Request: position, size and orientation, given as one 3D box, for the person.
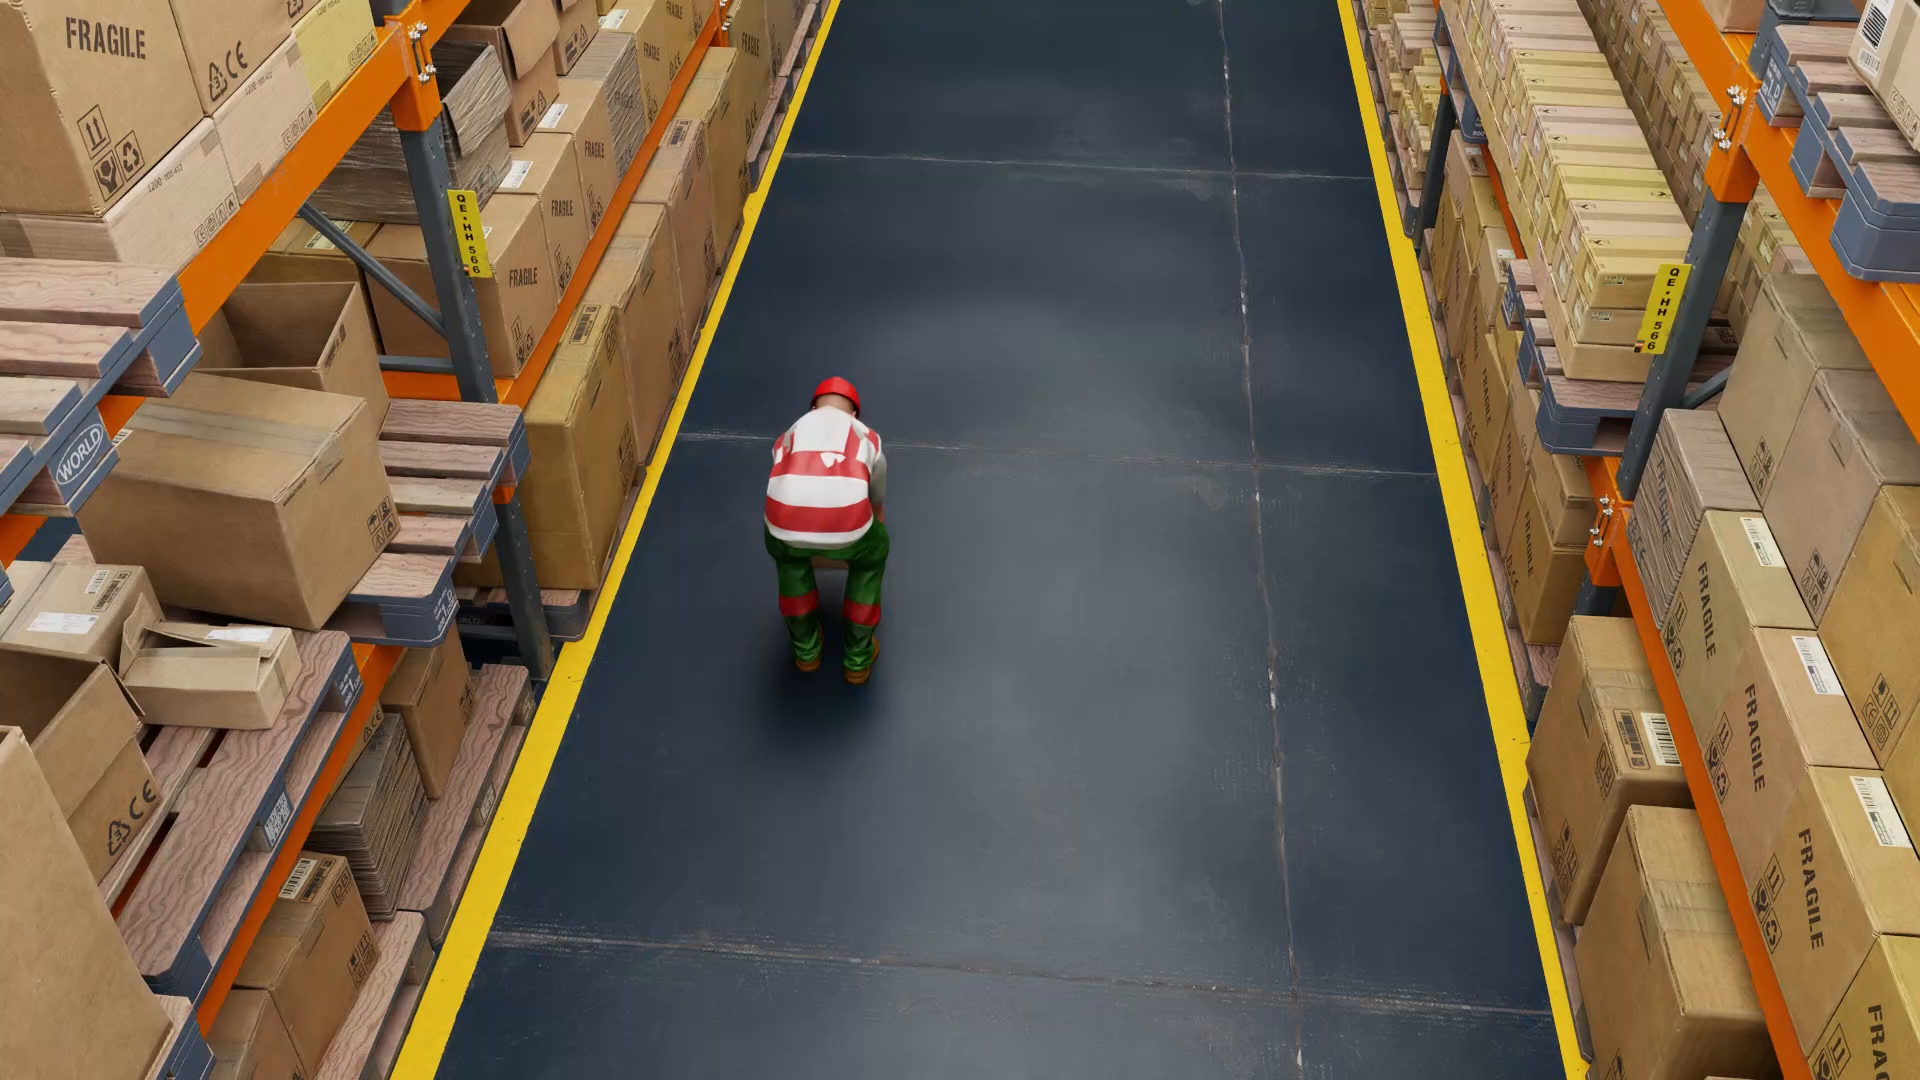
[{"bbox_3d":[-0.521,-0.052,6.748,0.499,1.083,0.965,1,40,2],"label":"person"}]
